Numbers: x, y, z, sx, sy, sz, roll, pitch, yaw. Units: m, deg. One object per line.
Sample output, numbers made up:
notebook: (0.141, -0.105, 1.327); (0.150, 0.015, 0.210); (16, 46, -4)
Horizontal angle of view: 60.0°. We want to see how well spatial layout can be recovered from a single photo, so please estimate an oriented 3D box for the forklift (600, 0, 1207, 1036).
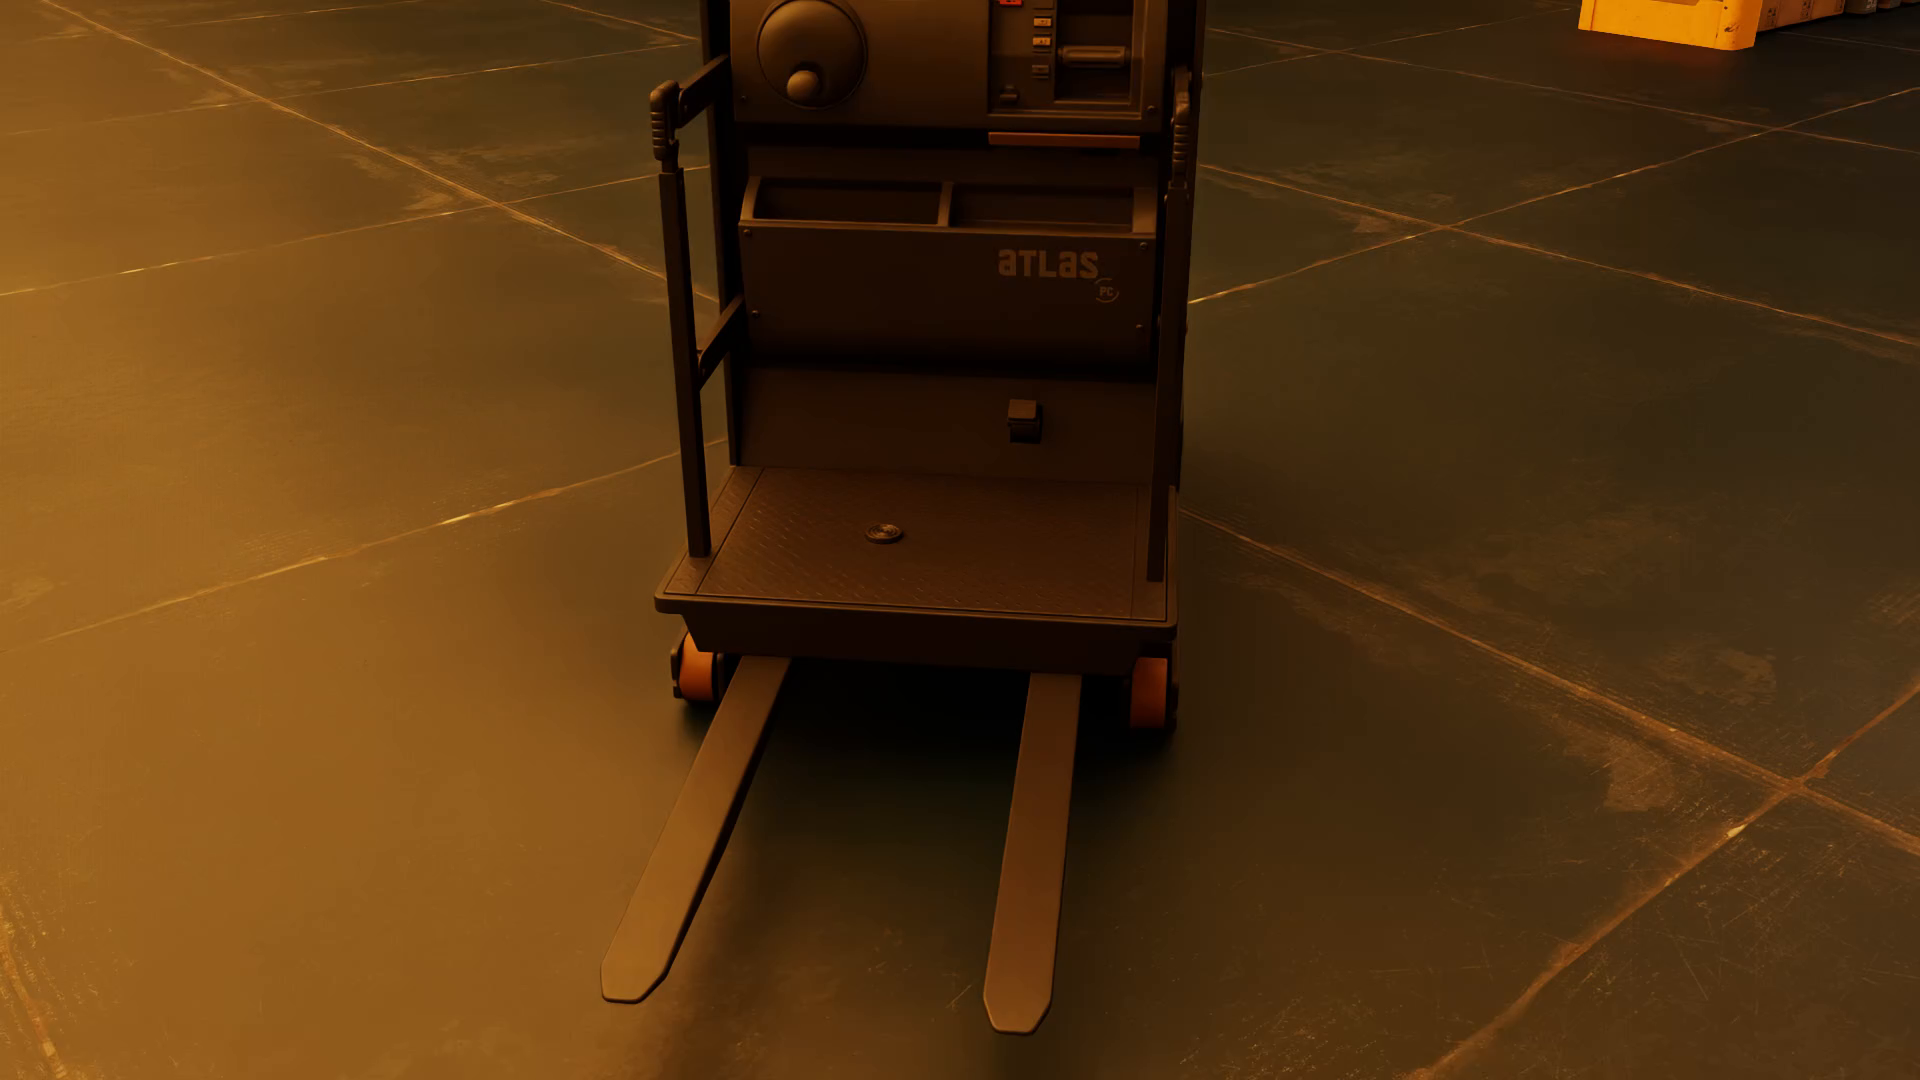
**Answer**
forklift: (-0.048, -1.056, 3.331); (1.130, 2.935, 3.031); (3, 27, 6)
